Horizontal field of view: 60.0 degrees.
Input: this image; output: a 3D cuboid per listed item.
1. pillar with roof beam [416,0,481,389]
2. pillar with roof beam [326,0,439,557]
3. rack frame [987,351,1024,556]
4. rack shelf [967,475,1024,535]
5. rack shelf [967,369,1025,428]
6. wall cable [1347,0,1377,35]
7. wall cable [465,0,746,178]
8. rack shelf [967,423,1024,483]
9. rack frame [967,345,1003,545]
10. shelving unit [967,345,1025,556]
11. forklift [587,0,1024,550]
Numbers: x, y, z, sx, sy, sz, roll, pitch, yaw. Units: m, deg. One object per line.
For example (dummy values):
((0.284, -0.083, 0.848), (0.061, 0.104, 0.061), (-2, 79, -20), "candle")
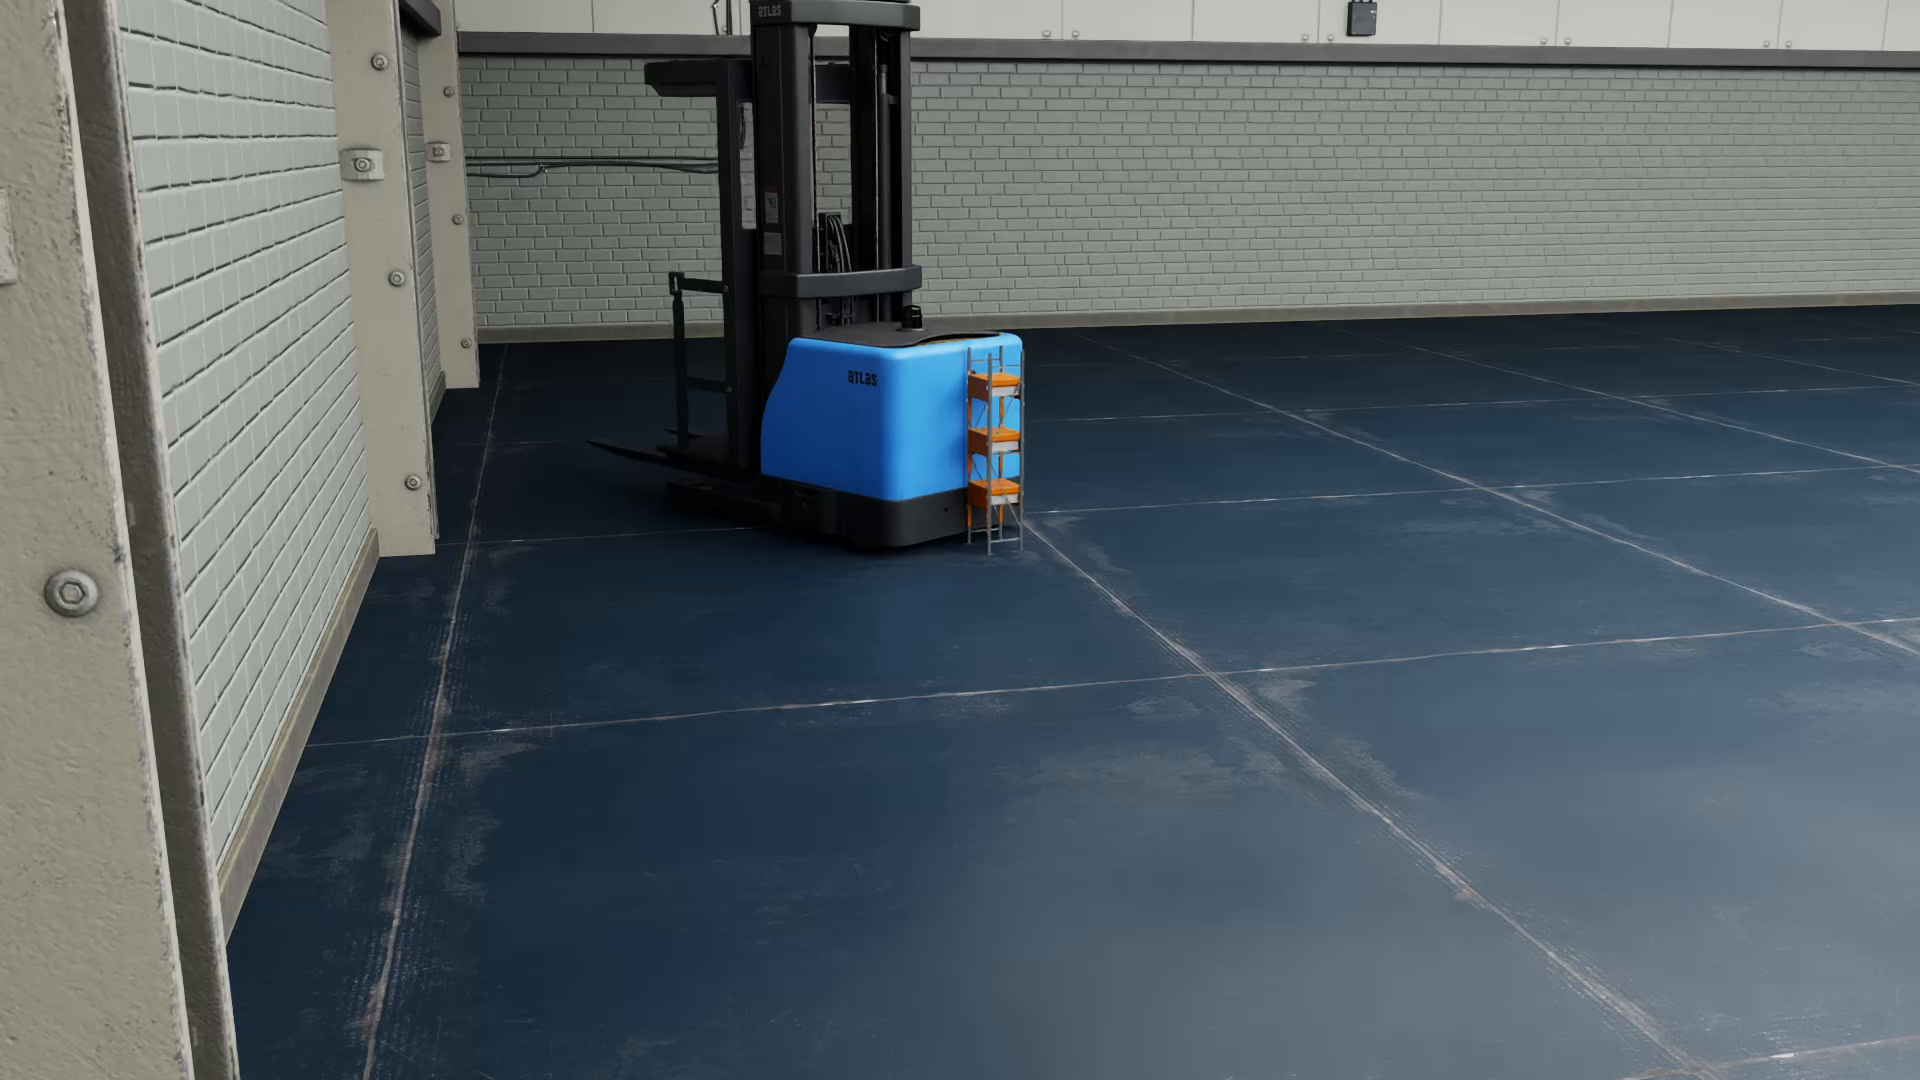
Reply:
((-0.150, -5.961, 14.365), (9.100, 9.000, 0.400), (-3, 14, -13), "pillar with roof beam")
((1.260, -4.577, 8.699), (9.100, 9.000, 0.400), (-3, 14, -13), "pillar with roof beam")
((0.234, -0.439, 8.512), (0.200, 1.050, 0.008), (-6, 15, -24), "rack frame")
((0.183, -0.185, 8.688), (0.215, 0.259, 0.240), (-6, 15, -24), "rack shelf")
((0.183, -0.731, 8.555), (0.215, 0.259, 0.240), (-6, 15, -24), "rack shelf")
((5.491, -8.652, 18.213), (2.305, 6.003, 0.169), (-3, 14, -13), "wall cable")
((-3.741, -4.966, 16.834), (3.097, 2.526, 0.112), (-3, 14, -13), "wall cable")
((0.183, -0.455, 8.622), (0.215, 0.259, 0.240), (-6, 15, -24), "rack shelf")
((0.131, -0.492, 8.727), (0.200, 1.050, 0.008), (-6, 15, -24), "rack frame")
((0.183, -0.465, 8.619), (0.215, 1.050, 0.252), (-6, 15, -24), "shelving unit")
((-1.058, -1.647, 9.491), (3.031, 2.935, 1.130), (13, 19, 42), "forklift")
